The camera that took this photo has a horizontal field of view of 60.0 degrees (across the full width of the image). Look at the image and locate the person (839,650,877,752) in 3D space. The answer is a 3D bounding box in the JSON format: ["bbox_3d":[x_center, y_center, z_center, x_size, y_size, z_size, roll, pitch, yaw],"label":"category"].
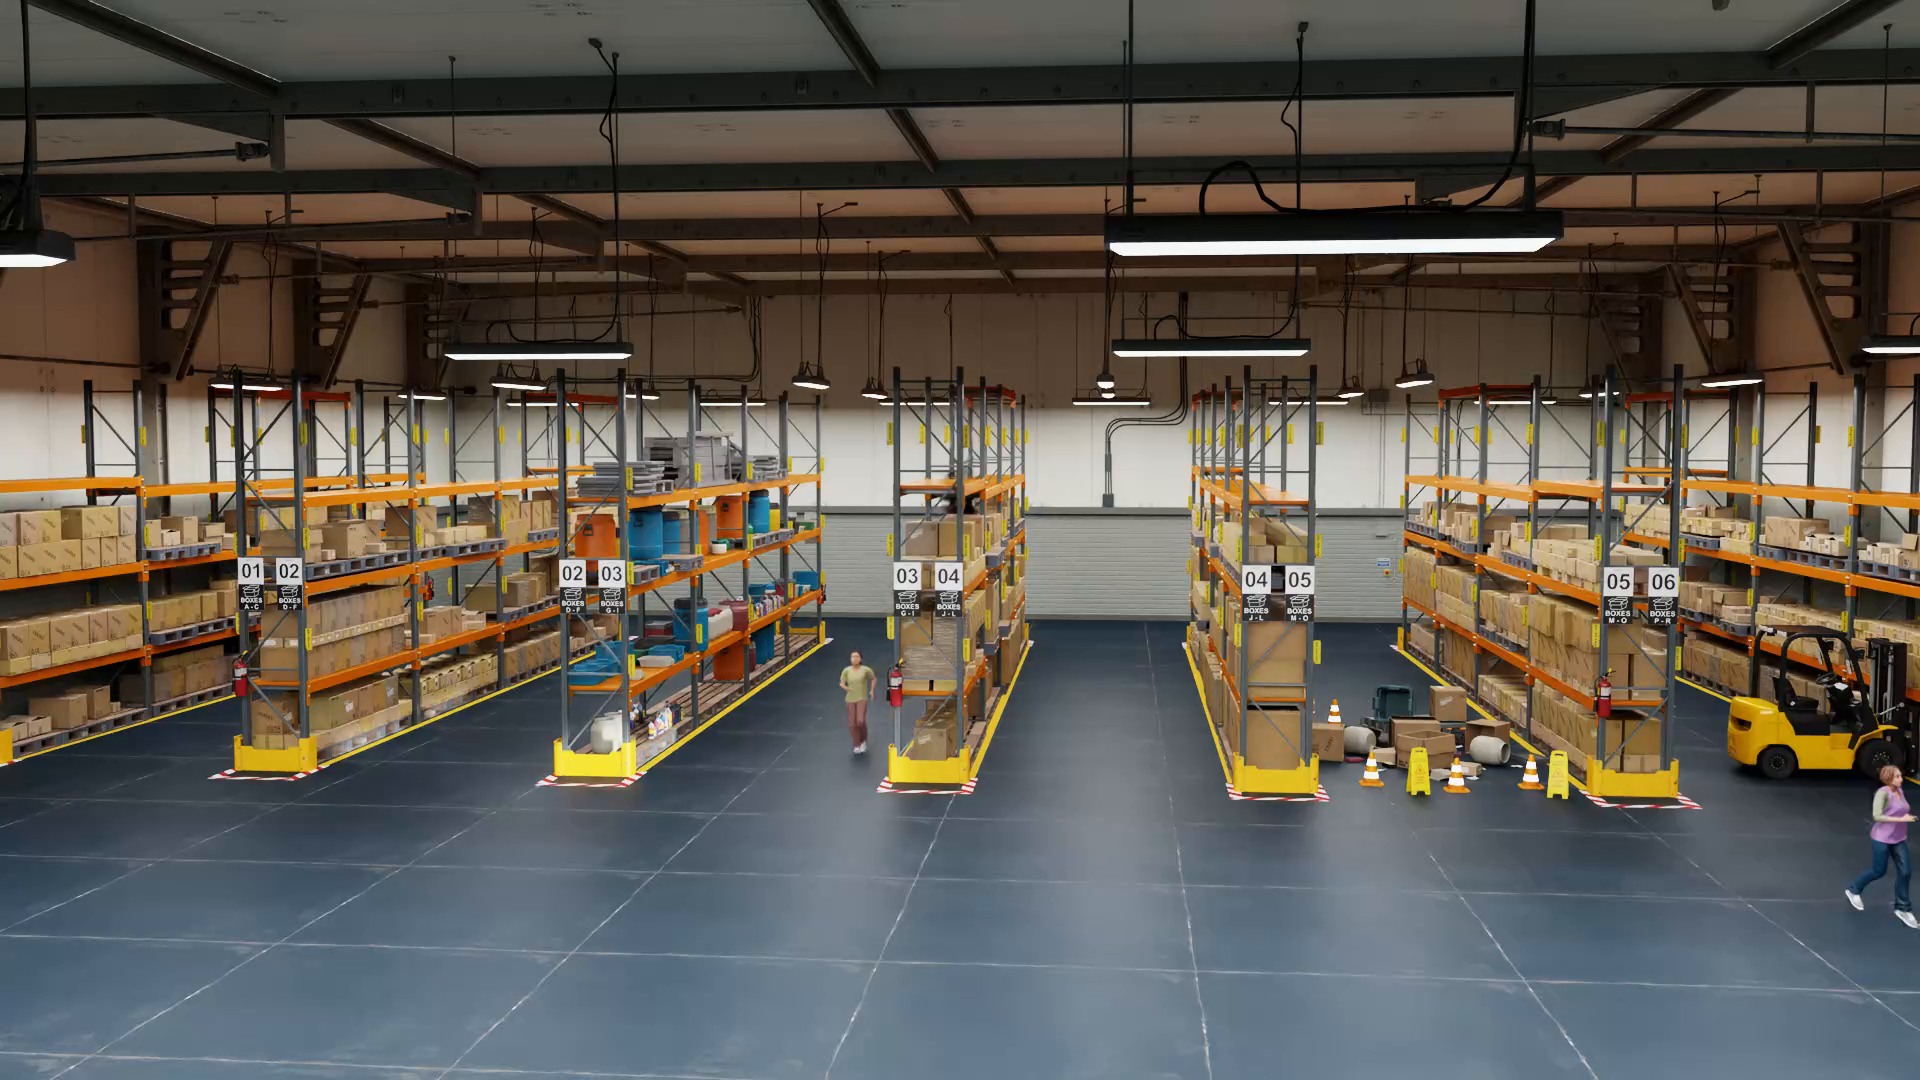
[{"bbox_3d":[-1.619,2.542,26.148,0.556,1.635,0.616,0,4,5],"label":"person"}]

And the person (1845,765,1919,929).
[{"bbox_3d":[9.566,3.133,17.205,0.575,1.616,0.771,-2,4,-27],"label":"person"}]
